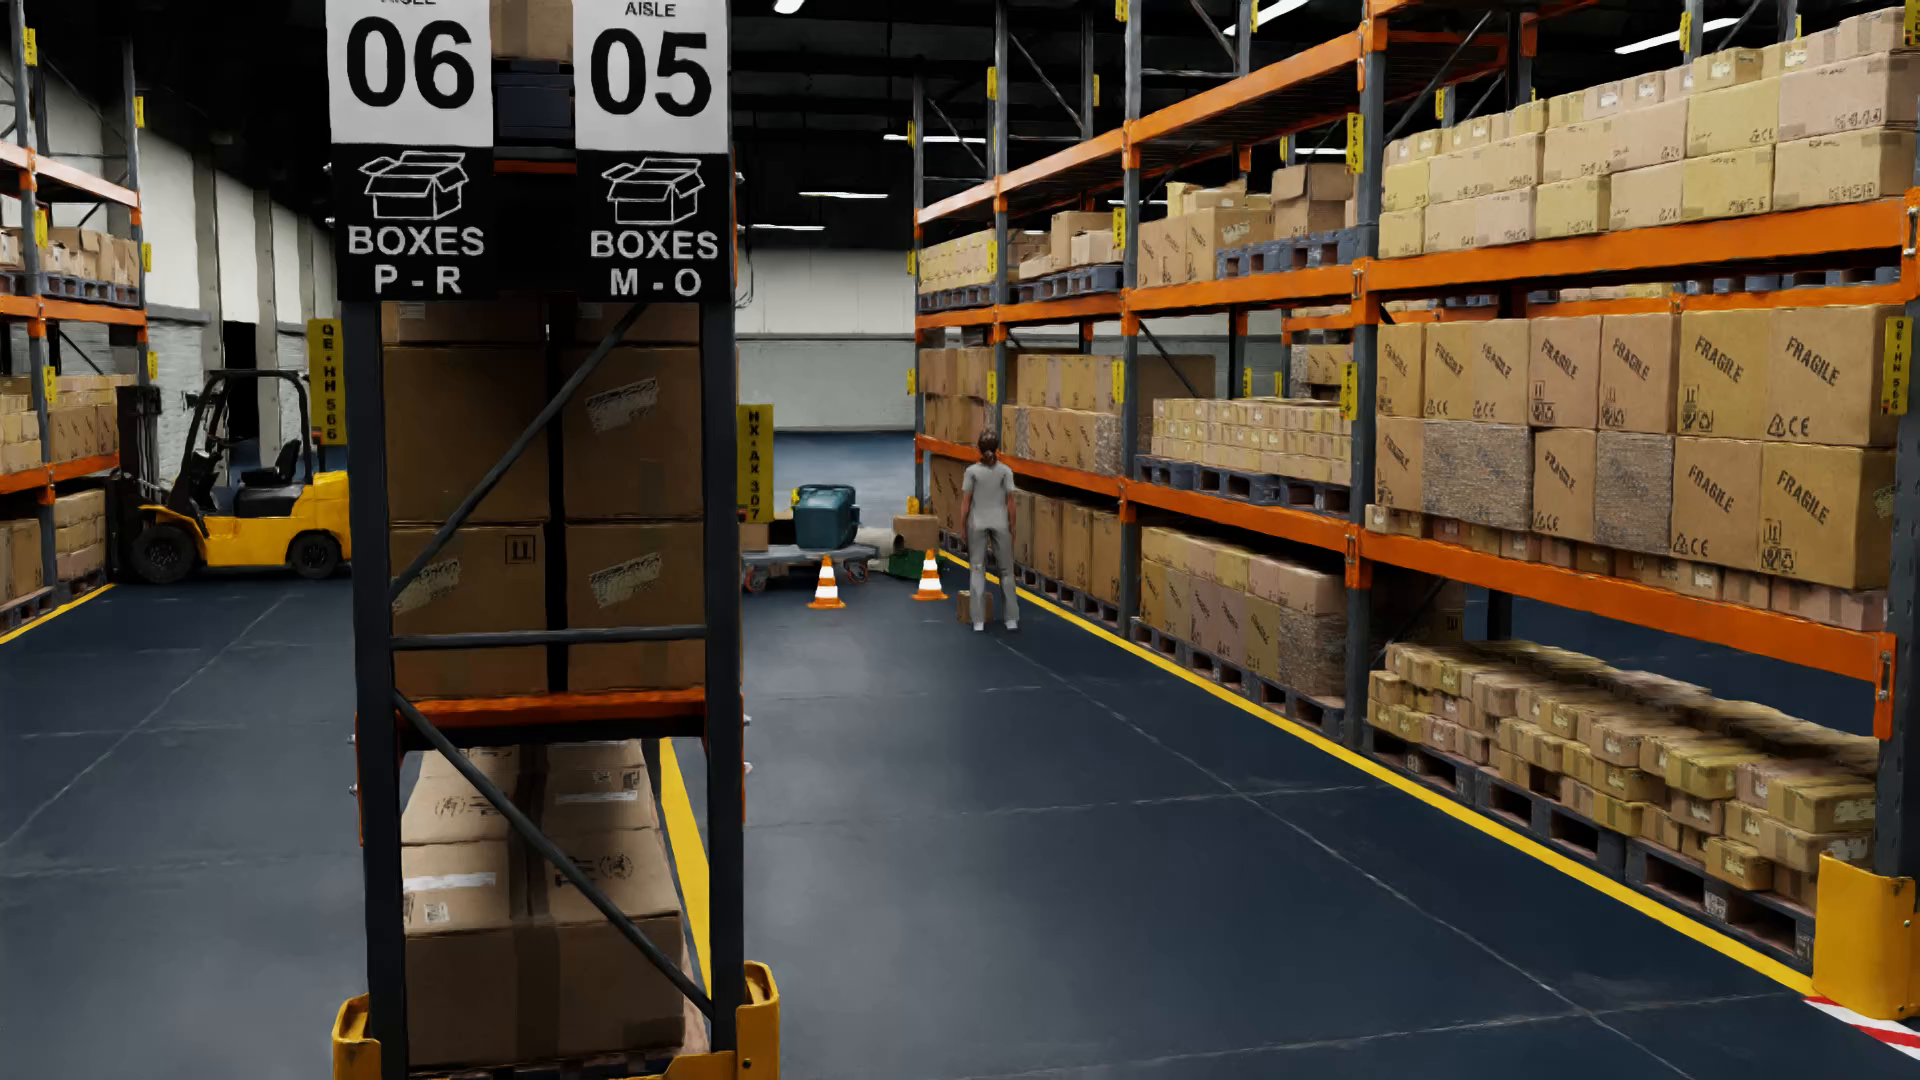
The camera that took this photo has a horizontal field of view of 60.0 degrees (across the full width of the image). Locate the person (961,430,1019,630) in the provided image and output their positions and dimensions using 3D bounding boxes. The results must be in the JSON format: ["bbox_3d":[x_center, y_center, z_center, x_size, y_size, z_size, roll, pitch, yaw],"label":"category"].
[{"bbox_3d":[0.253,-0.083,13.910,0.498,1.659,0.451,0,6,-1],"label":"person"}]
